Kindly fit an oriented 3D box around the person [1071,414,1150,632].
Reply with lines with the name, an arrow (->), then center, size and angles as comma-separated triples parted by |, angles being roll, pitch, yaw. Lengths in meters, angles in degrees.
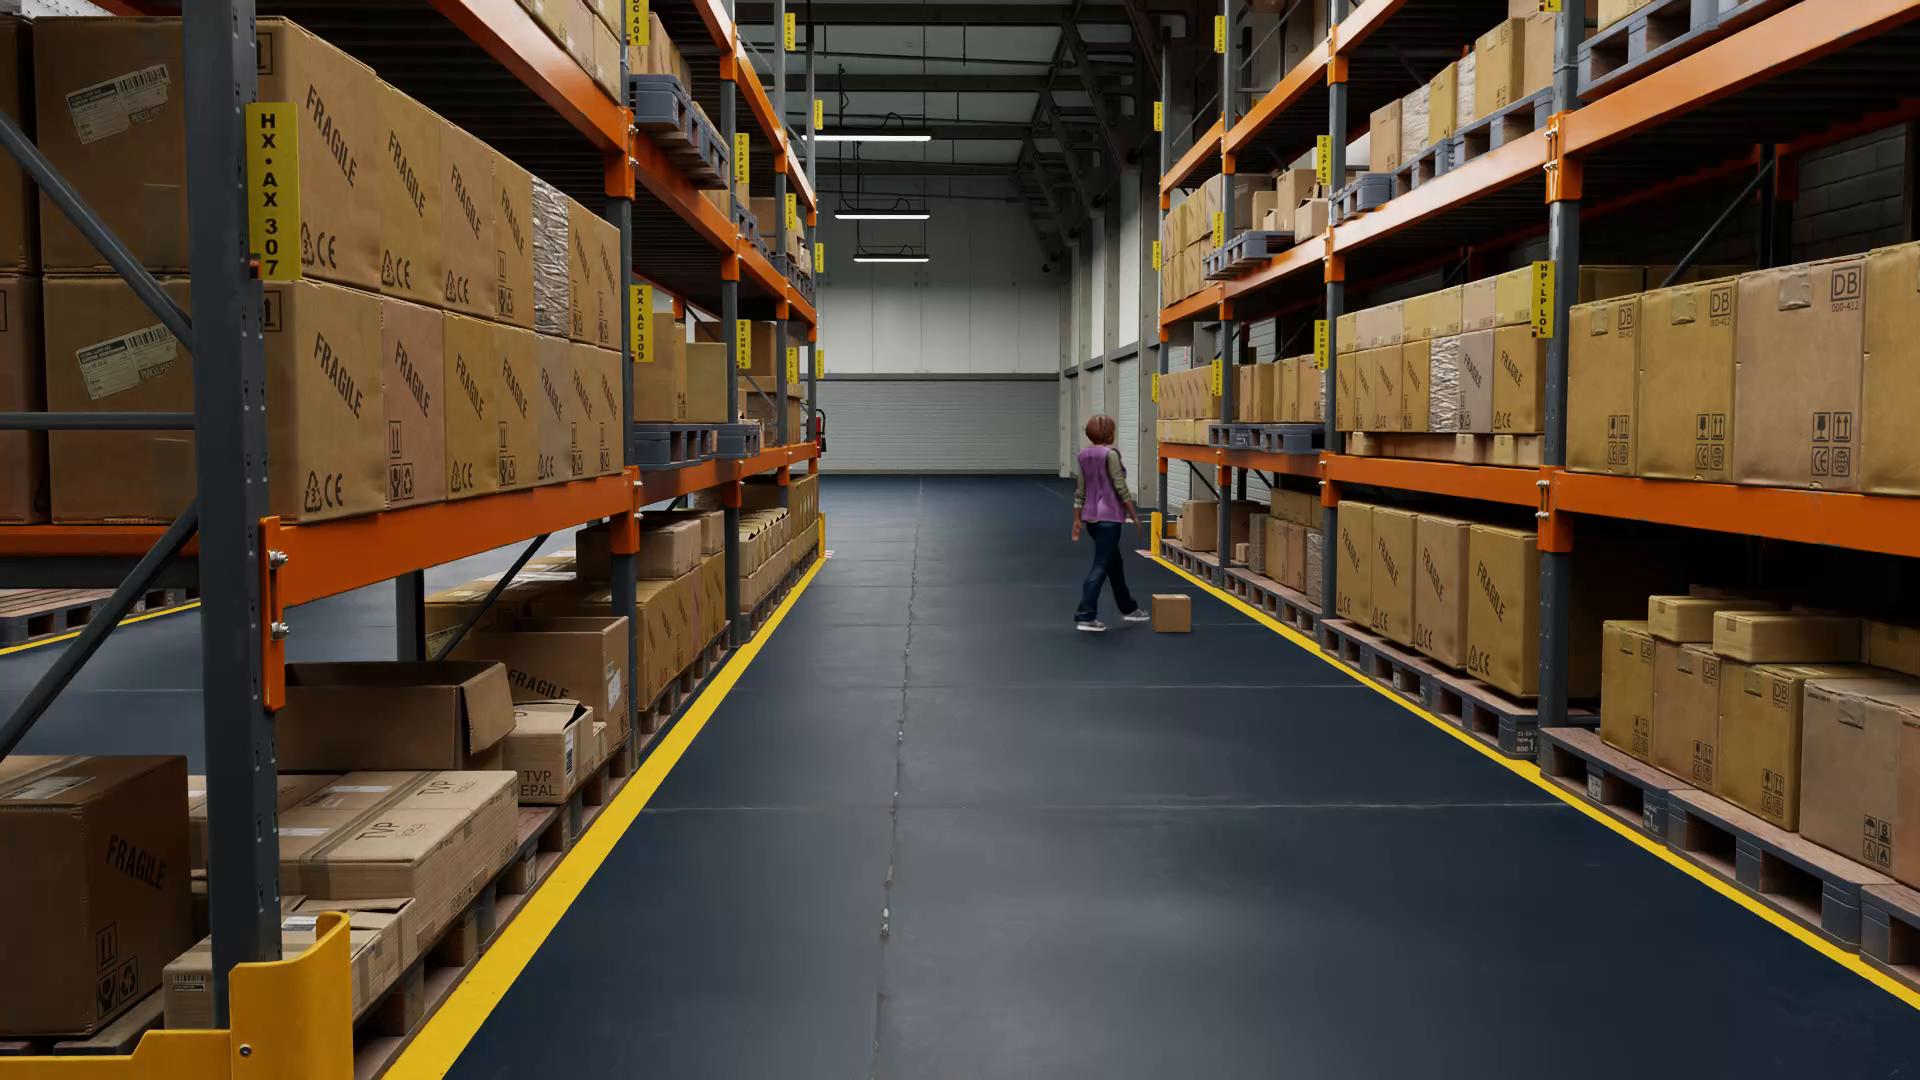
person -> 1.152, -0.131, 12.142 | 0.808, 1.576, 0.461 | -2, 5, -30
